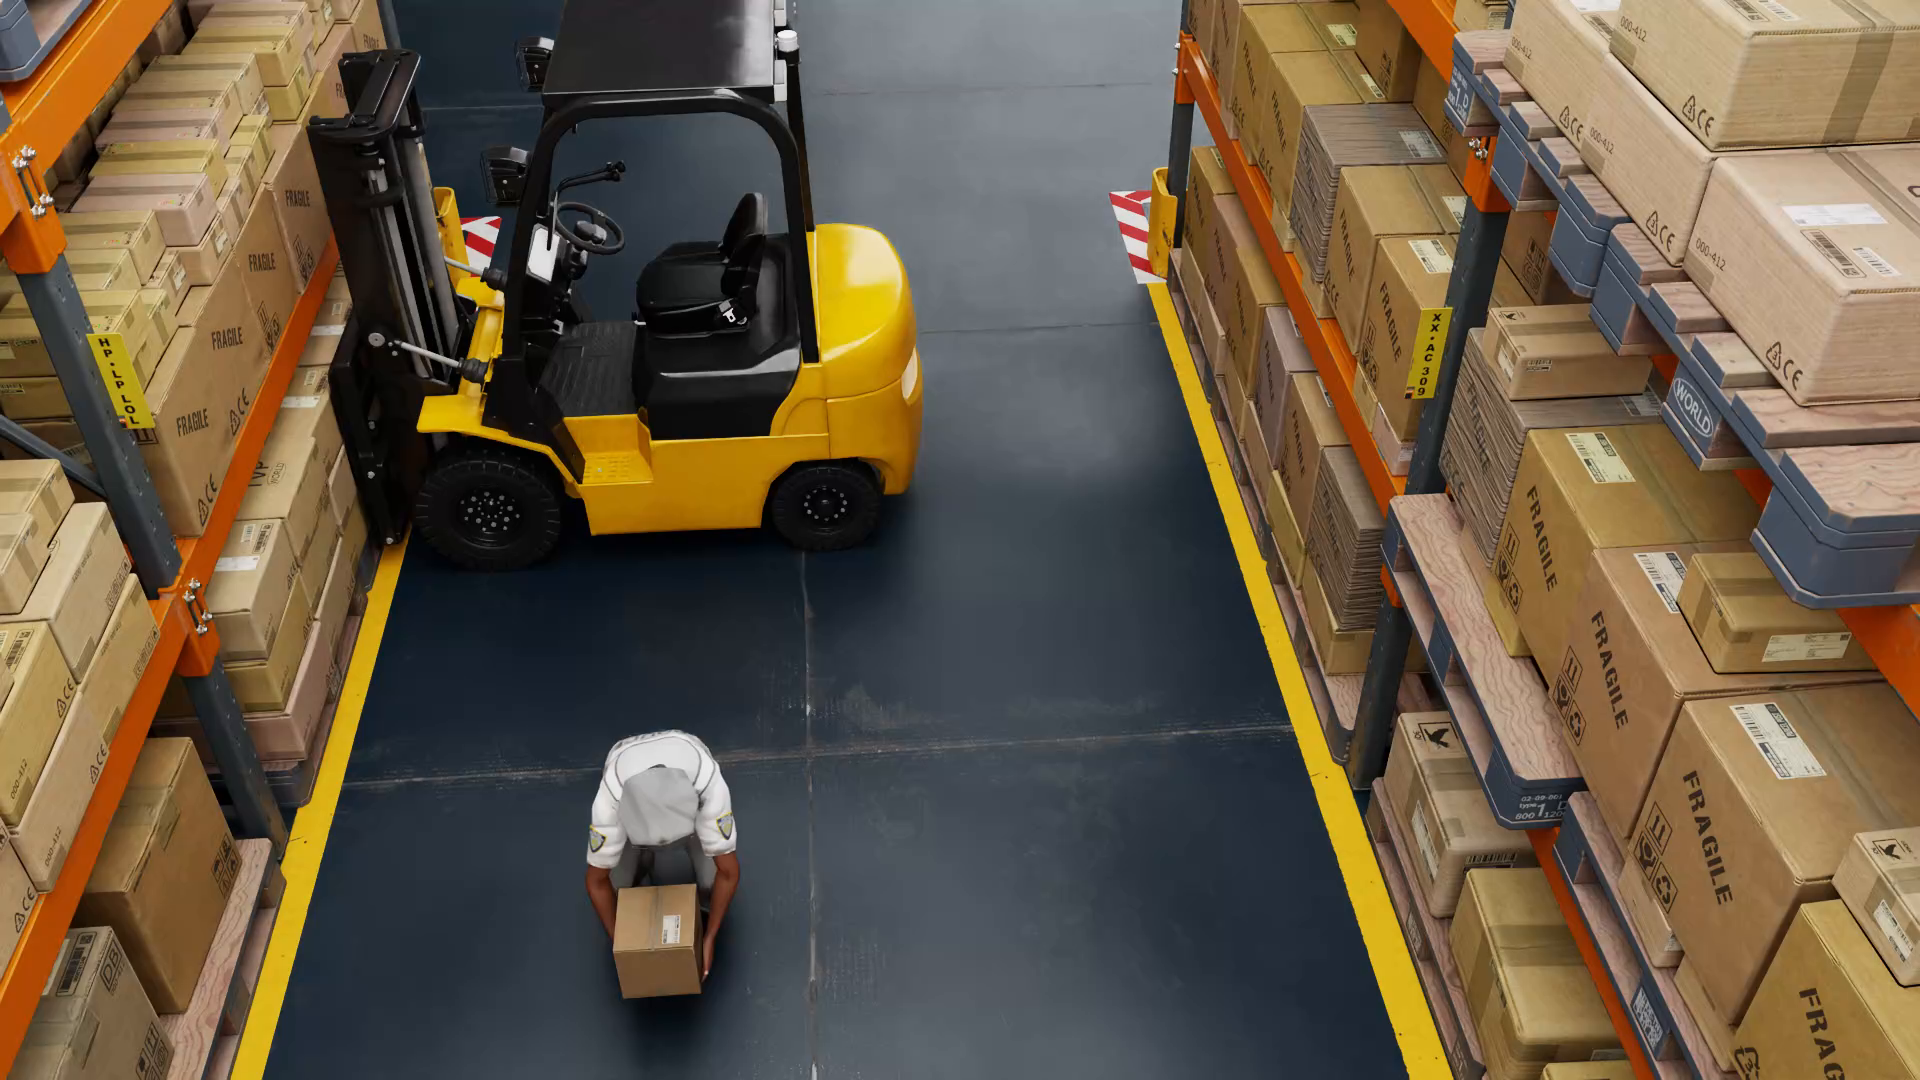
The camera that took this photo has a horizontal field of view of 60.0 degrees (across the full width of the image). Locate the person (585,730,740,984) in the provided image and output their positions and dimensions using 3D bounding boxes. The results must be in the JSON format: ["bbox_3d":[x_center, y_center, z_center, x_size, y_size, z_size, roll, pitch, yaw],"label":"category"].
[{"bbox_3d":[-0.989,0.964,5.555,0.506,0.946,0.850,-3,39,-4],"label":"person"}]
